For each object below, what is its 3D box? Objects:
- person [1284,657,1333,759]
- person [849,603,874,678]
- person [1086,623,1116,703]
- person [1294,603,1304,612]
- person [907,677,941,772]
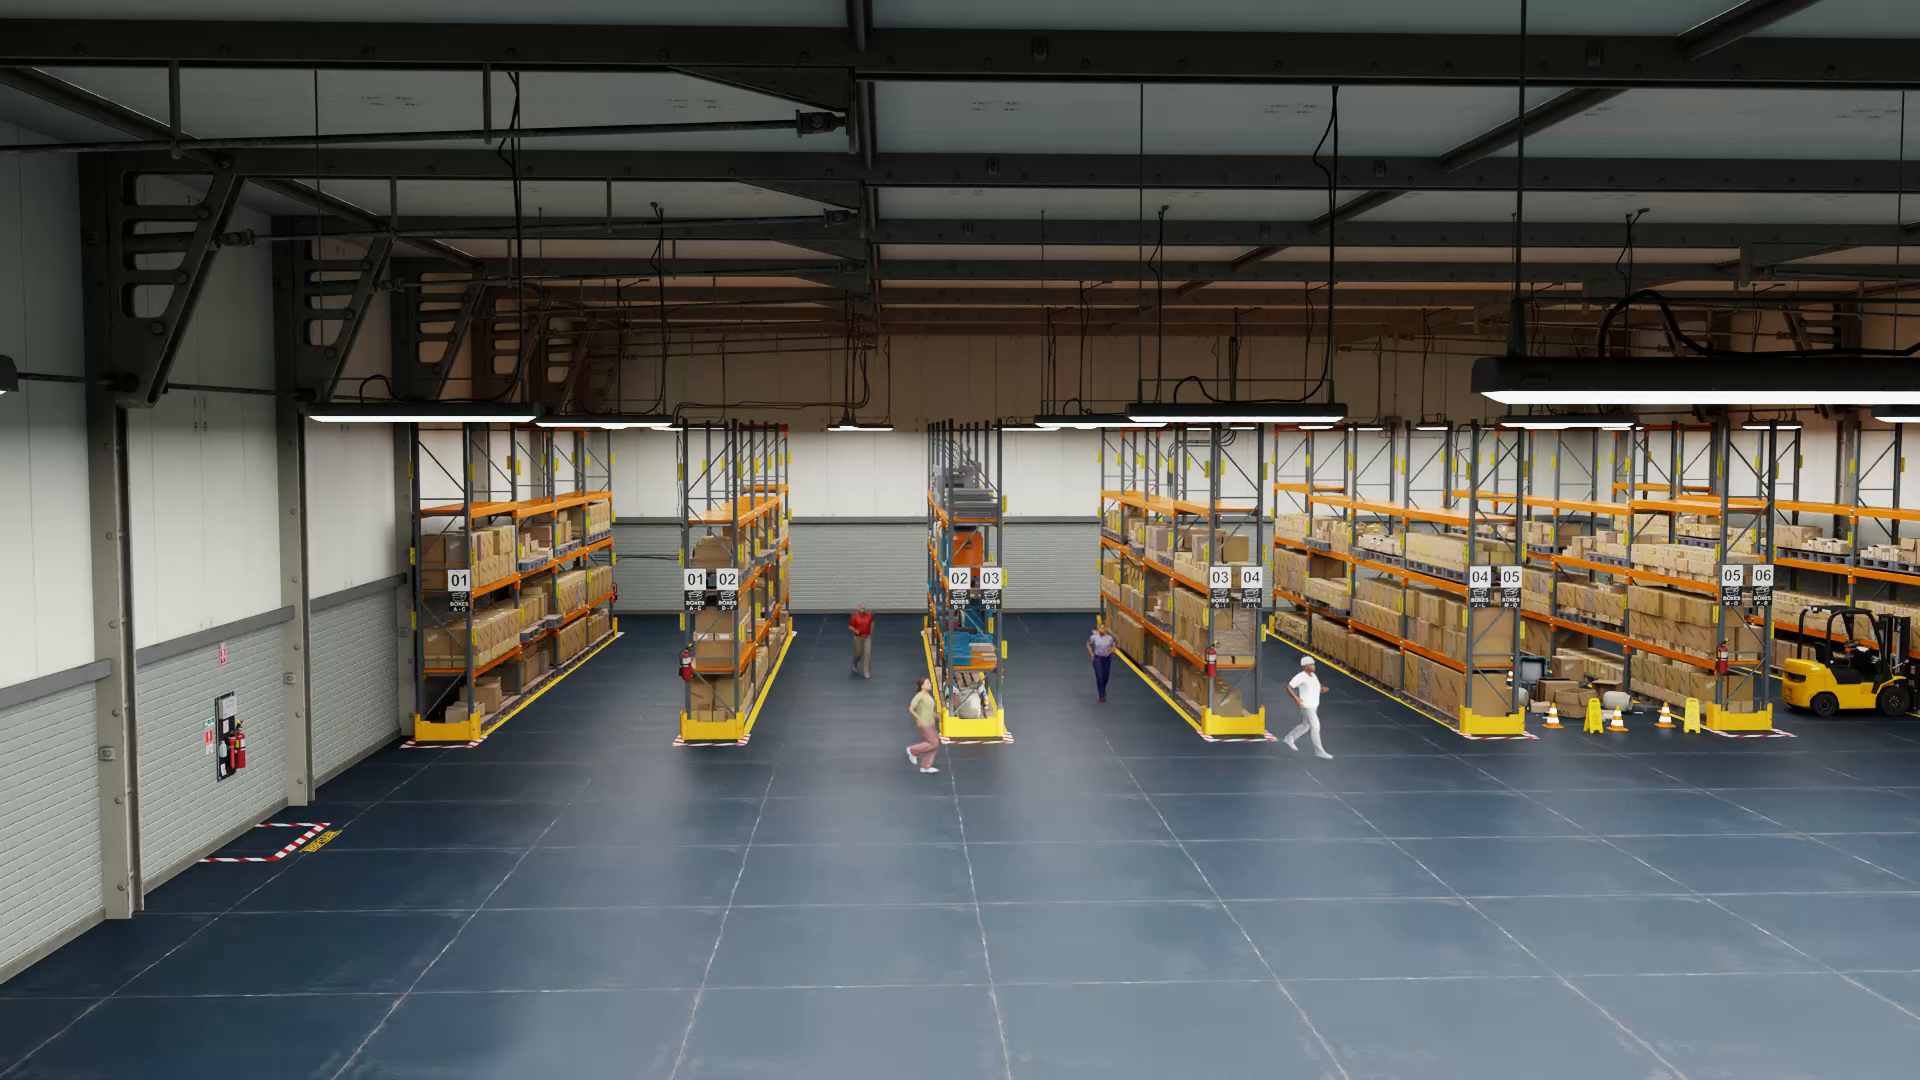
[{"bbox_3d":[6.152,2.930,29.356,0.988,1.753,0.701,3,4,35],"label":"person"},{"bbox_3d":[-2.324,2.347,39.355,0.647,1.719,0.943,-1,4,-16],"label":"person"},{"bbox_3d":[3.047,2.611,35.698,0.617,1.649,0.837,-1,4,-9],"label":"person"},{"bbox_3d":[10.069,1.723,49.190,0.557,1.702,0.801,4,5,45],"label":"person"},{"bbox_3d":[-0.598,3.119,28.120,0.558,1.620,0.596,2,4,24],"label":"person"}]
